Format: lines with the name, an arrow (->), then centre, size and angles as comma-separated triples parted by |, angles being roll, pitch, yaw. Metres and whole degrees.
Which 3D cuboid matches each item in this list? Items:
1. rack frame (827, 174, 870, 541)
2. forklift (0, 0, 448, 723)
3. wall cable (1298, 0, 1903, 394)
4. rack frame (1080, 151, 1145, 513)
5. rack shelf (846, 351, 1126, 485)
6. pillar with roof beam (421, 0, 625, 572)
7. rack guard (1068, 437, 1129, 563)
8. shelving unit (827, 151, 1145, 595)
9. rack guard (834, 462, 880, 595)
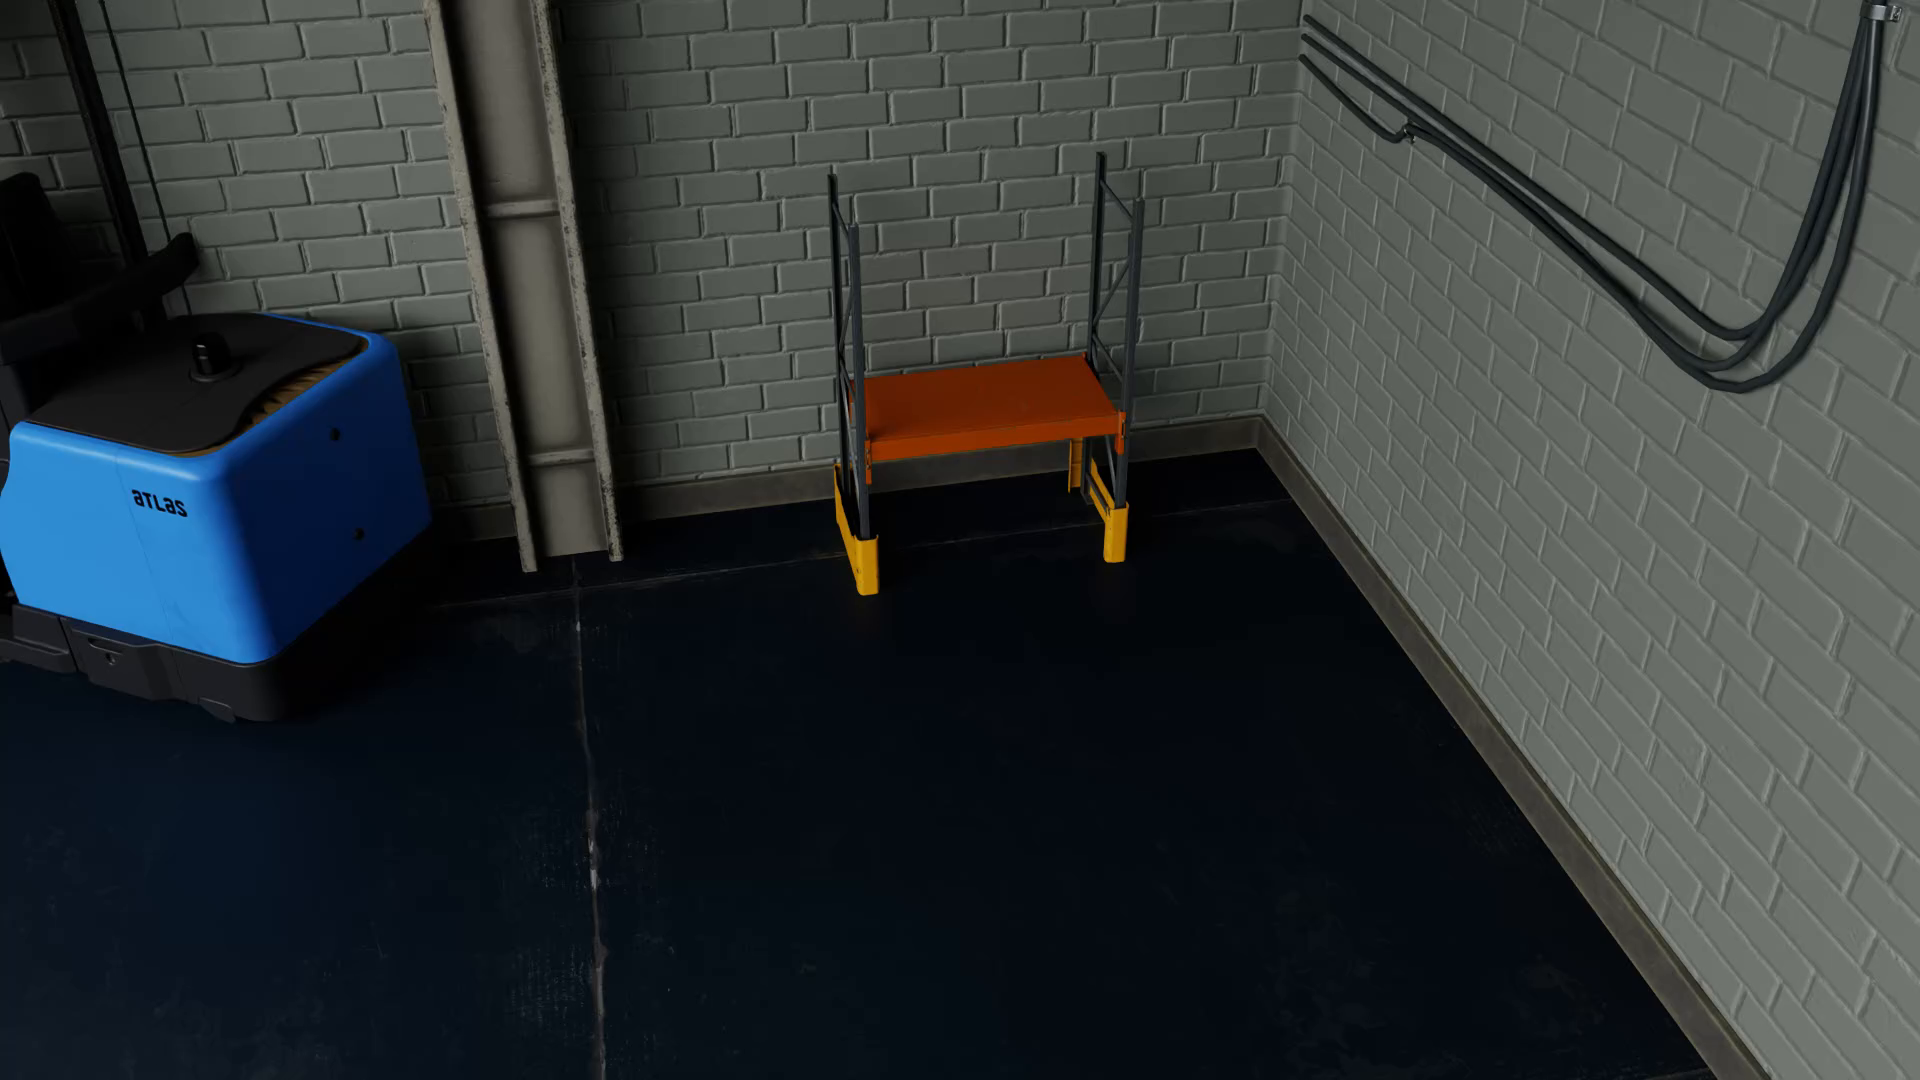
rack frame -> -0.413, -0.571, 6.255 | 0.032, 1.500, 0.500 | -7, 35, -11
forklift -> -3.555, -1.092, 5.747 | 3.031, 2.935, 1.130 | 12, 36, 17
wall cable -> 1.601, -2.071, 4.547 | 0.112, 2.526, 3.097 | -7, 35, -11
rack frame -> 0.579, -0.696, 6.441 | 0.032, 1.500, 0.500 | -7, 35, -11
rack shelf -> 0.083, -0.484, 6.448 | 1.000, 0.185, 0.538 | -7, 35, -11
pillar with roof beam -> -0.614, -1.377, 0.726 | 0.400, 9.000, 9.100 | -7, 35, -11
rack guard -> 0.560, -0.174, 6.786 | 0.087, 0.250, 0.587 | -7, 35, -11
shelving unit -> 0.074, -0.632, 6.346 | 1.083, 1.500, 0.587 | -7, 35, -11
rack guard -> -0.411, -0.052, 6.603 | 0.087, 0.250, 0.587 | -7, 35, -11
